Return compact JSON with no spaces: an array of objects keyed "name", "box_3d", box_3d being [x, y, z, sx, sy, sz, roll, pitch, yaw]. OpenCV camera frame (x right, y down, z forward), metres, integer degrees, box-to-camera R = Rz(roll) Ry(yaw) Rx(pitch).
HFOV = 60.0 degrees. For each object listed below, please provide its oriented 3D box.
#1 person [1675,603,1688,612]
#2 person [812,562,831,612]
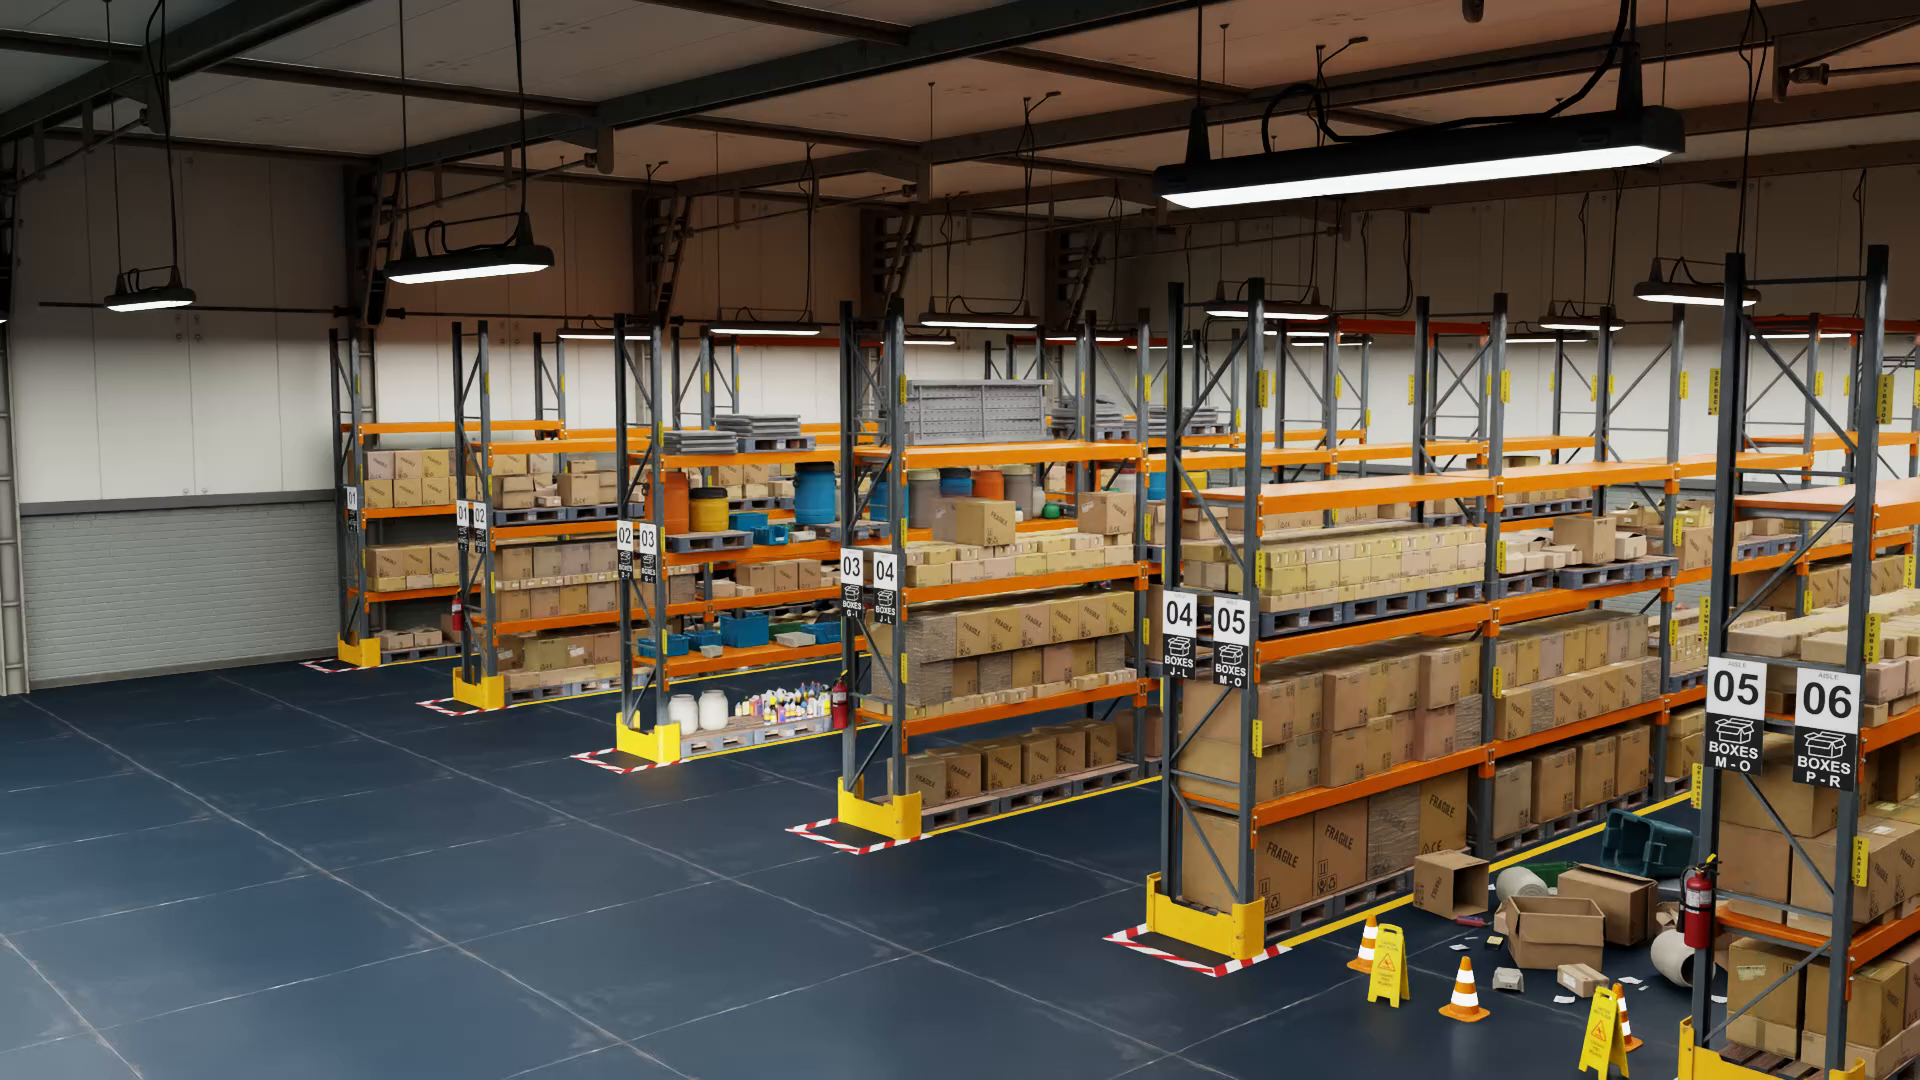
[{"name":"person","box_3d":[11.071,1.794,25.601,1.074,1.663,0.579,-5,7,-40]},{"name":"person","box_3d":[-2.688,1.127,33.067,0.781,1.514,0.480,-4,7,-33]}]
